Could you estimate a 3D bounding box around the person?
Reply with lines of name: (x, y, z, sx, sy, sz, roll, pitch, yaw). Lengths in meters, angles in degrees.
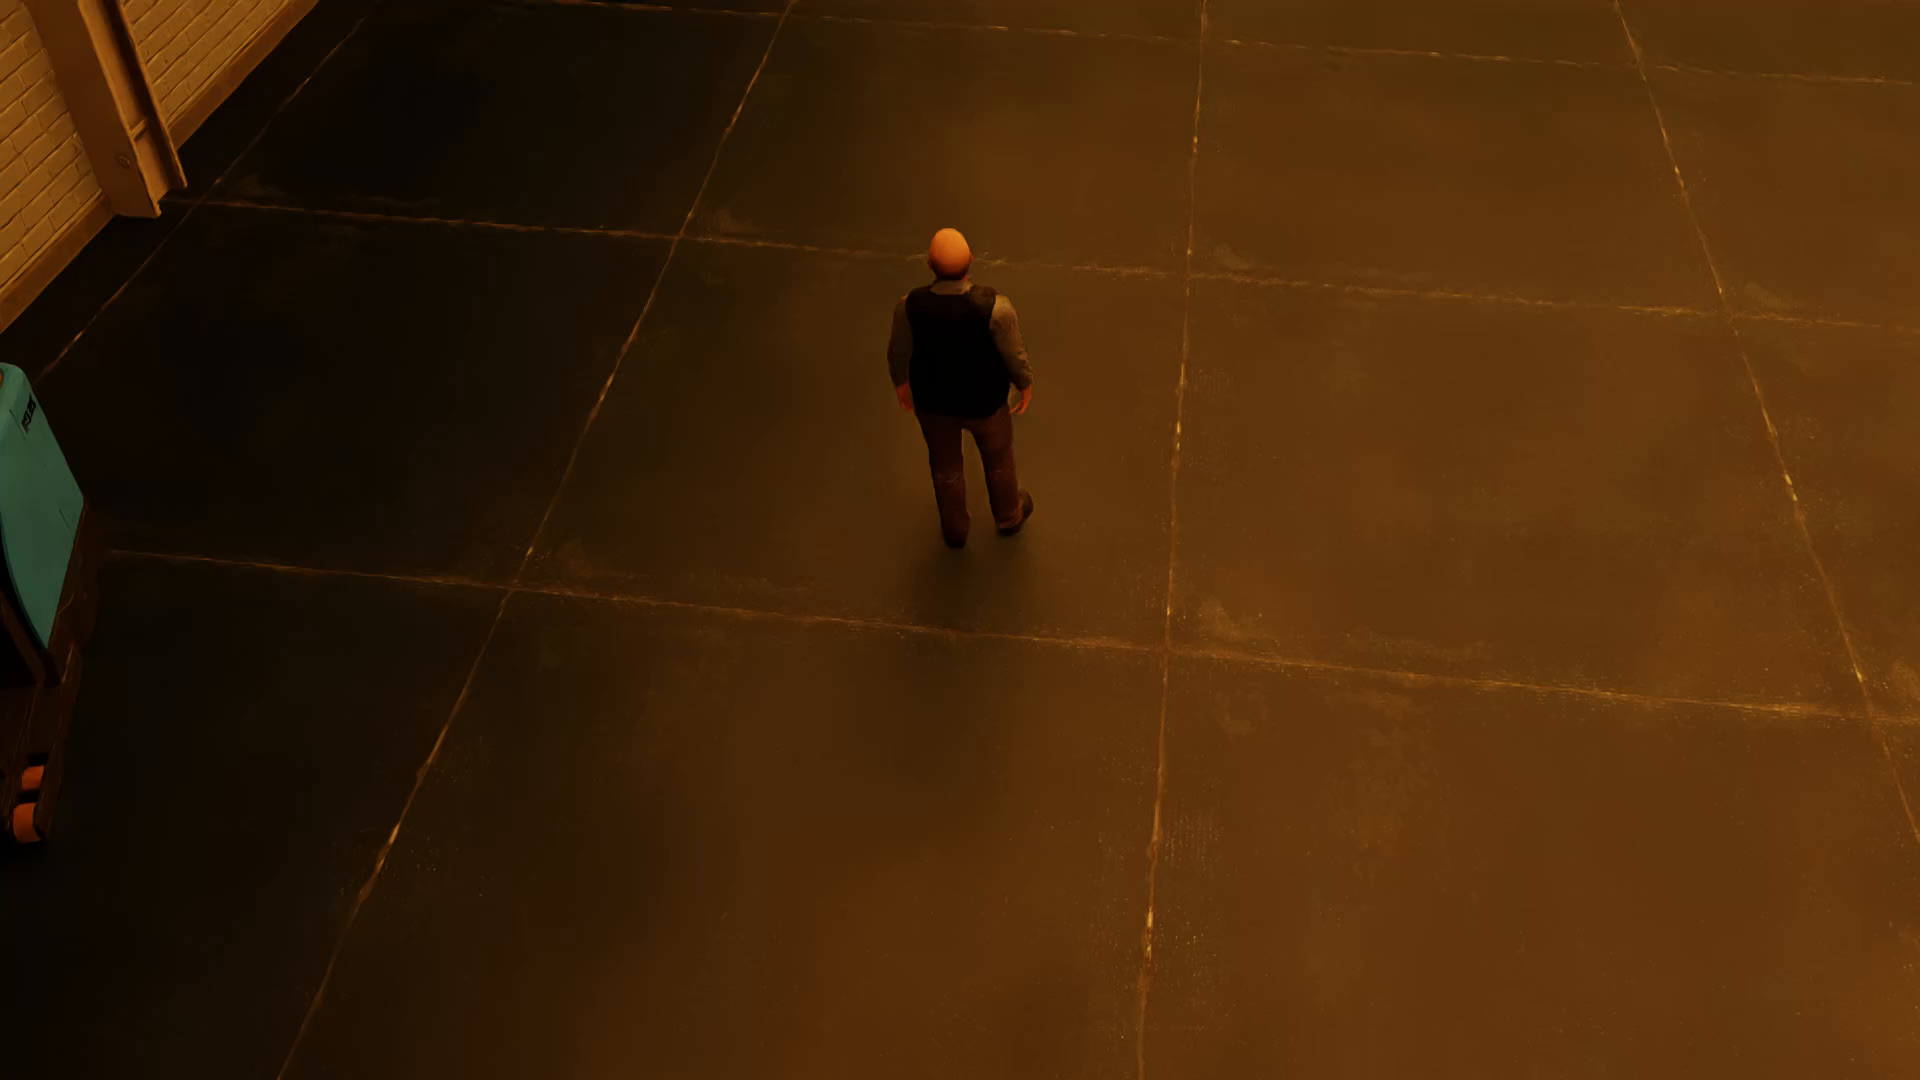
person: (0.016, -0.680, 7.349, 0.632, 1.720, 0.567, 5, 43, 6)

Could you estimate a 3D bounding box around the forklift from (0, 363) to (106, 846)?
forklift: (-4.211, -0.020, 5.746, 1.130, 2.935, 3.031, -8, 43, -9)
